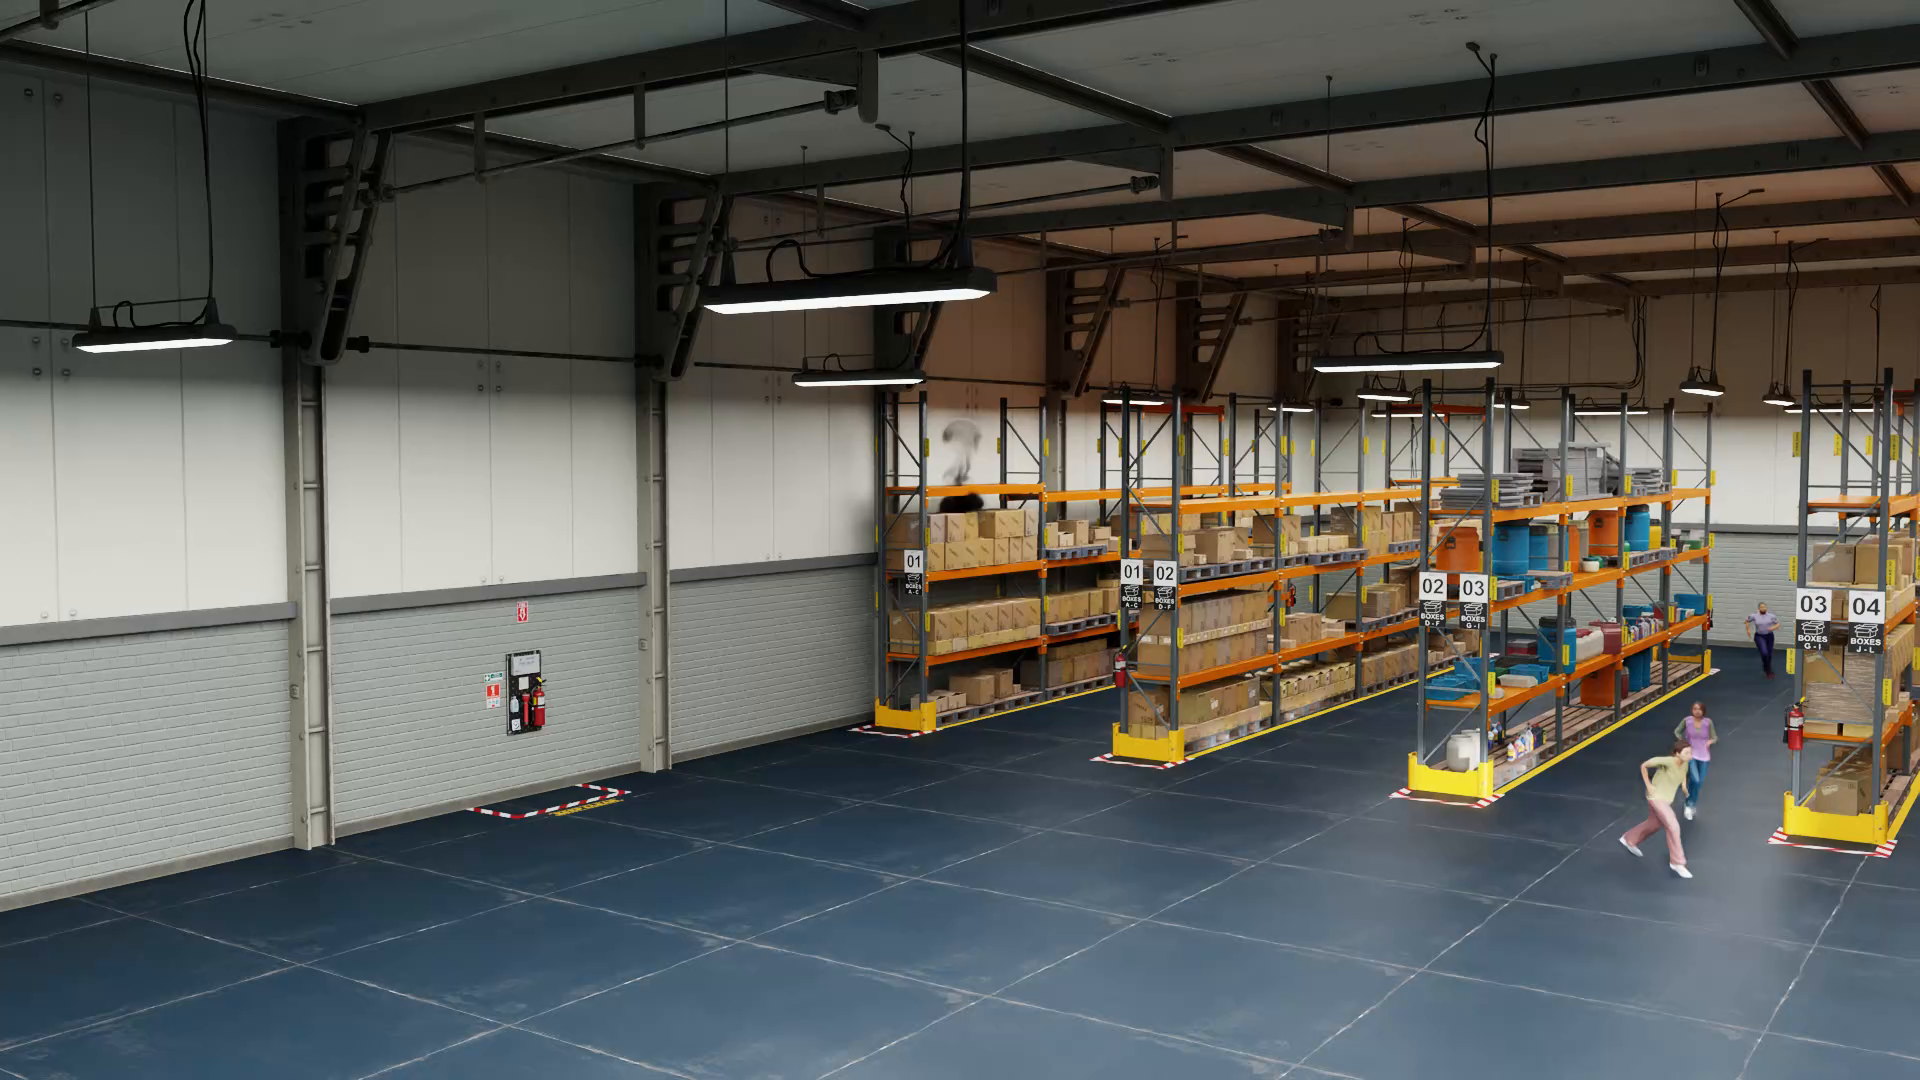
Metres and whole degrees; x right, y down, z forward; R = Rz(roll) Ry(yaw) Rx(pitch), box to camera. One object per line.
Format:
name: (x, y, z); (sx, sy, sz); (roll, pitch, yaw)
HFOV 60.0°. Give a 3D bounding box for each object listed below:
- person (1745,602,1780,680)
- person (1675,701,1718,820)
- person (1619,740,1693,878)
person: (17.513, 2.171, 36.263); (0.646, 1.651, 0.754); (0, 3, 8)
person: (9.932, 2.970, 22.404); (0.507, 1.615, 0.673); (1, 3, 12)
person: (8.264, 3.139, 19.750); (0.617, 1.605, 1.002); (-1, 4, -25)
